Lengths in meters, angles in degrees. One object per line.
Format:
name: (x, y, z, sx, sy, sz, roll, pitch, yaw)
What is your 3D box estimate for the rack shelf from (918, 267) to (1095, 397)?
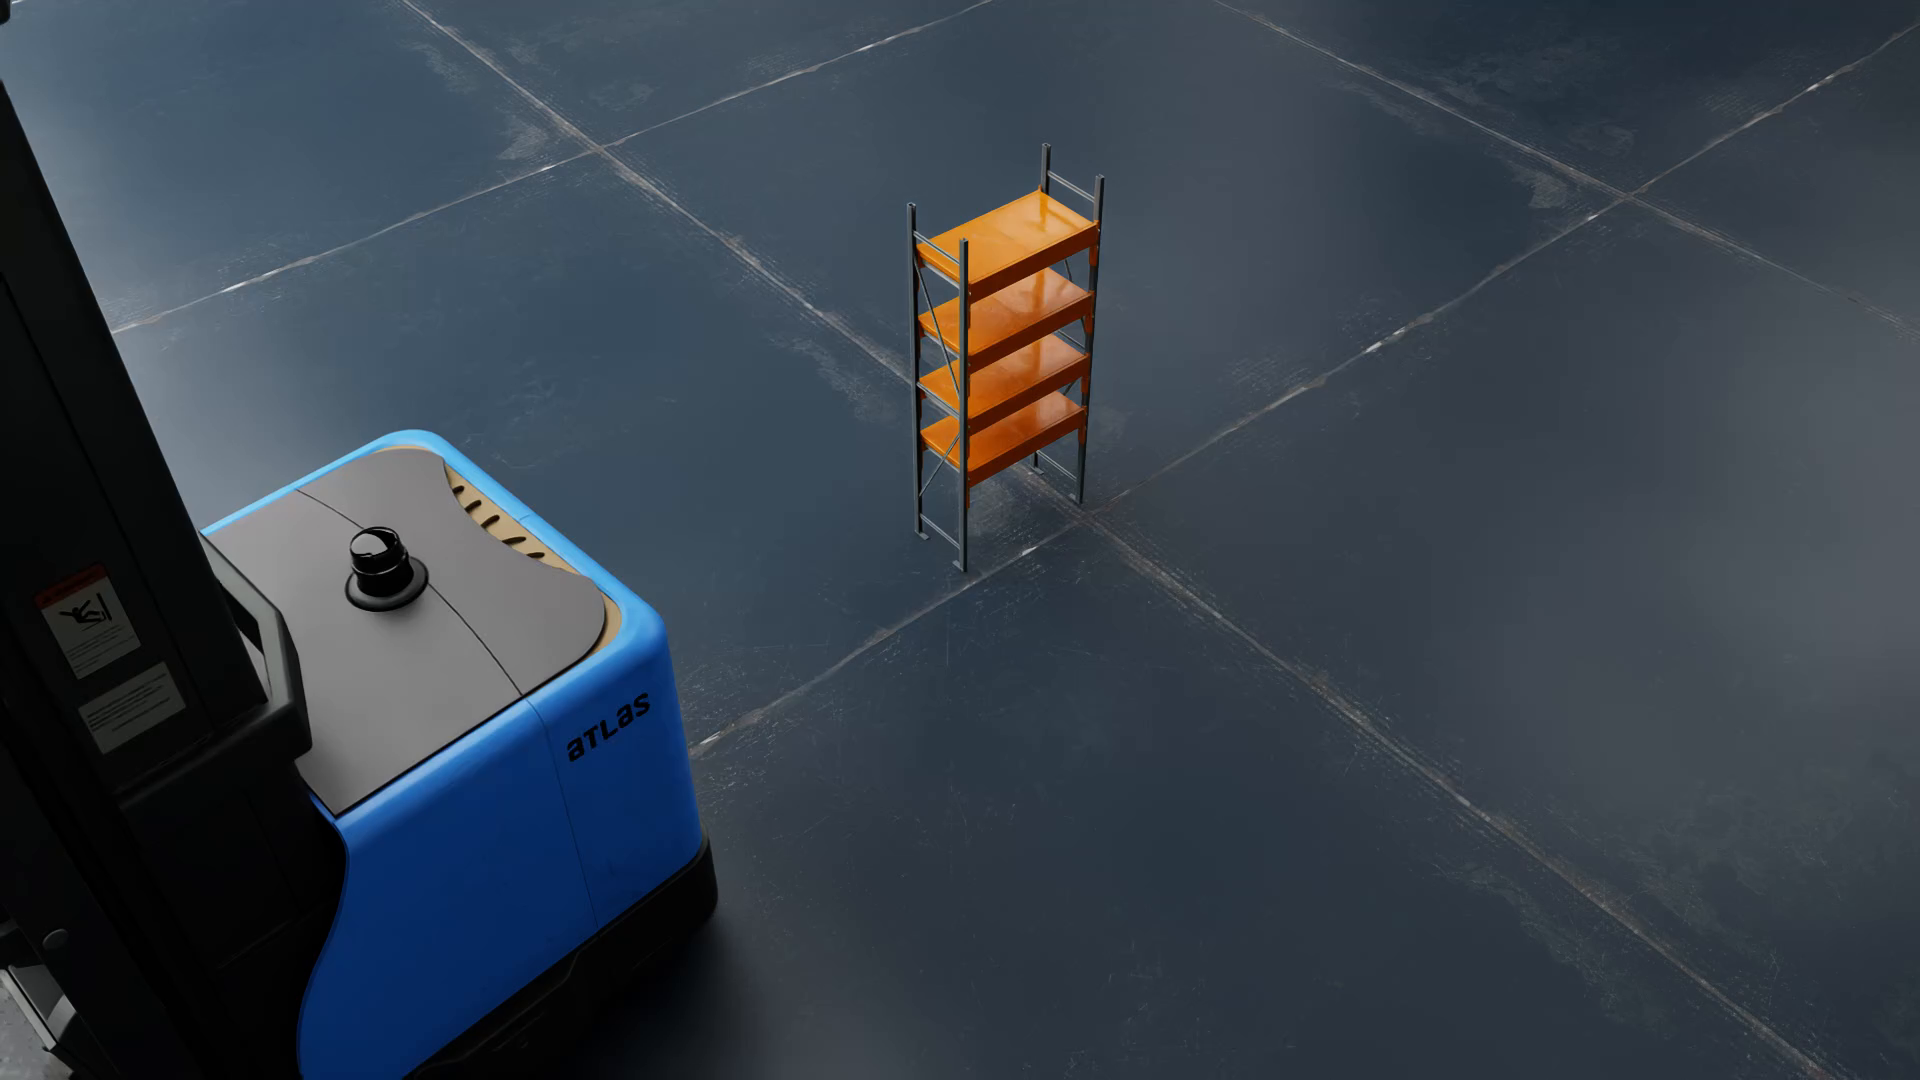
rack shelf: (0.127, -0.624, 4.810, 0.480, 0.148, 0.258, -30, 51, -28)

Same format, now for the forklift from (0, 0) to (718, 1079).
forklift: (-2.000, 0.374, 2.711, 1.130, 2.935, 3.031, 34, 53, 31)

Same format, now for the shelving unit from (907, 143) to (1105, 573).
shelving unit: (0.127, -0.510, 4.917, 0.503, 1.200, 0.258, -30, 51, -28)

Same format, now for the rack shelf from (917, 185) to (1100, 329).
rack shelf: (0.127, -0.797, 4.648, 0.480, 0.148, 0.258, -30, 51, -28)

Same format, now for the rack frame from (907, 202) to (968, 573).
rack frame: (-0.060, -0.403, 4.803, 0.015, 1.200, 0.240, -30, 51, -28)

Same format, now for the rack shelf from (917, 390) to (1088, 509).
rack shelf: (0.127, -0.316, 5.099, 0.480, 0.148, 0.258, -30, 51, -28)

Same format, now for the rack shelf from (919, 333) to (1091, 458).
rack shelf: (0.127, -0.461, 4.963, 0.480, 0.148, 0.258, -30, 51, -28)

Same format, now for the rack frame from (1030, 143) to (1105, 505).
rack frame: (0.314, -0.617, 5.031, 0.015, 1.200, 0.240, -30, 51, -28)
